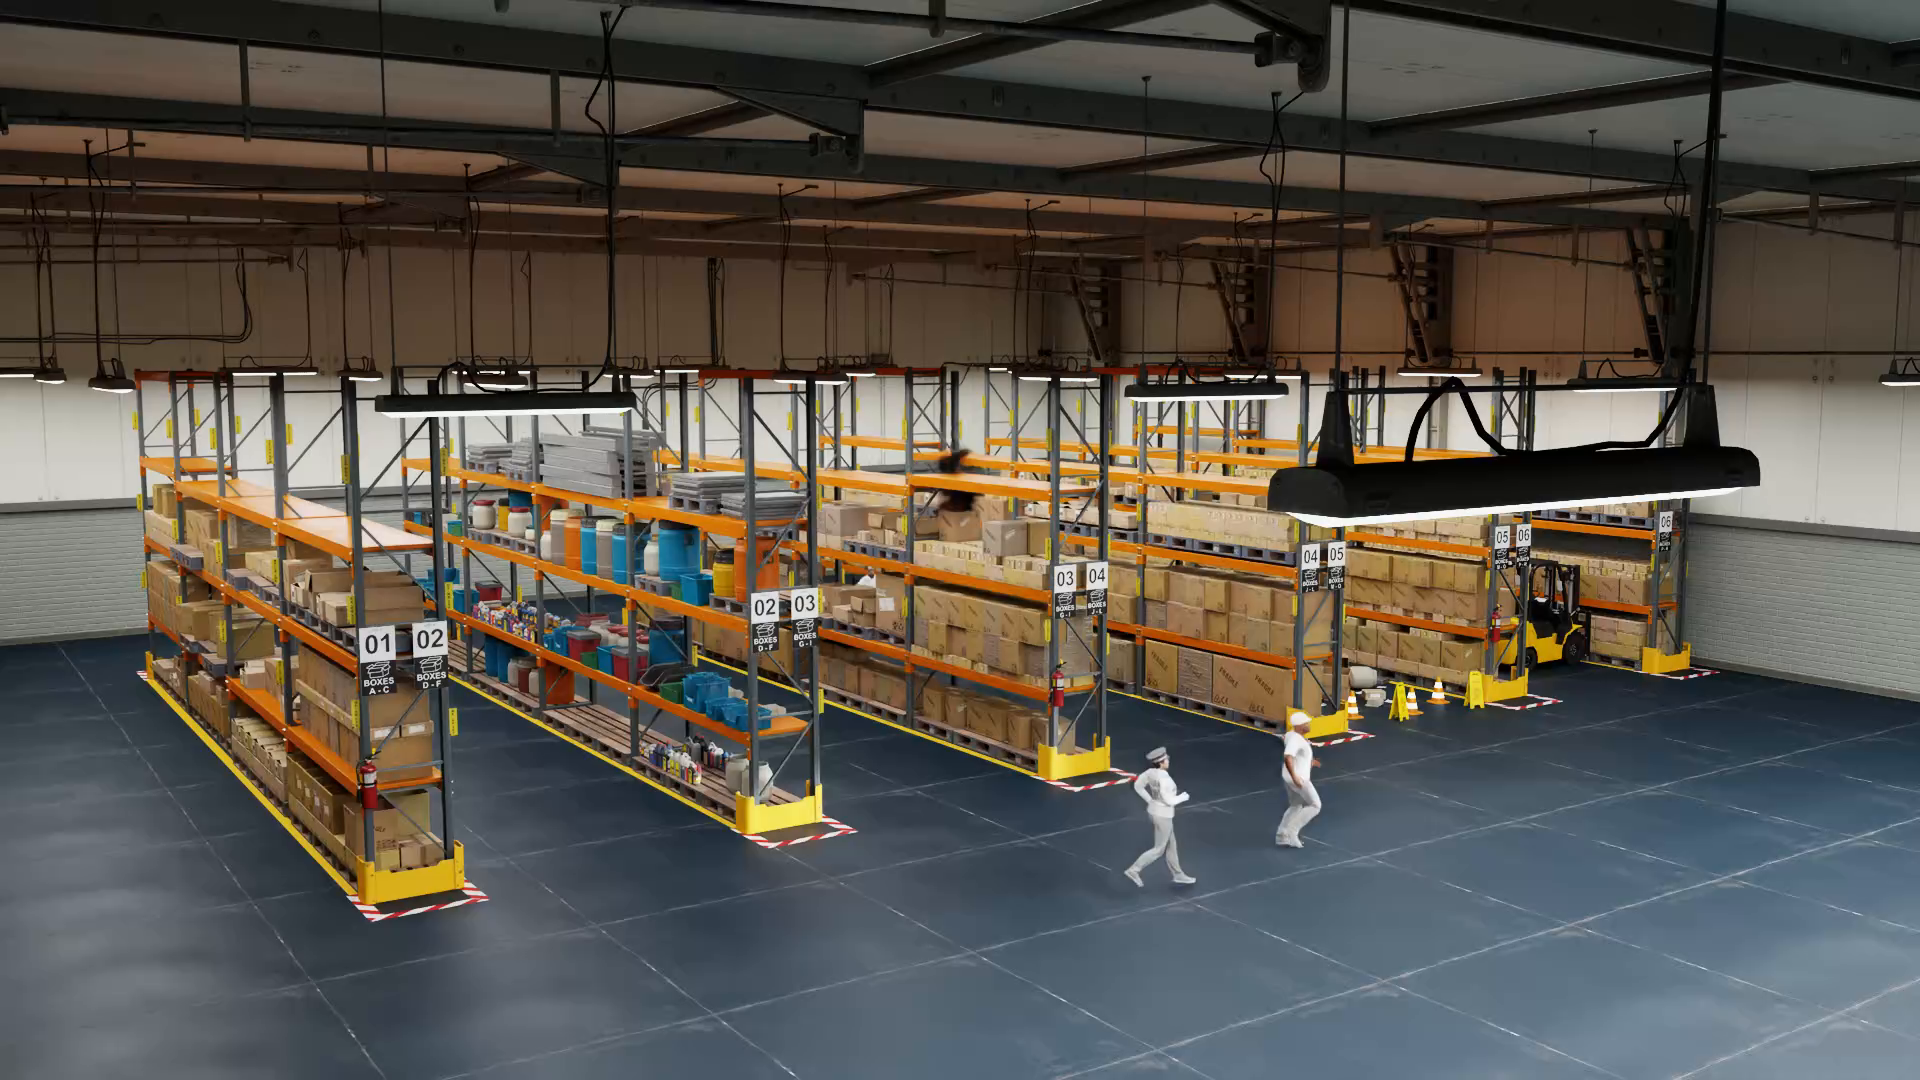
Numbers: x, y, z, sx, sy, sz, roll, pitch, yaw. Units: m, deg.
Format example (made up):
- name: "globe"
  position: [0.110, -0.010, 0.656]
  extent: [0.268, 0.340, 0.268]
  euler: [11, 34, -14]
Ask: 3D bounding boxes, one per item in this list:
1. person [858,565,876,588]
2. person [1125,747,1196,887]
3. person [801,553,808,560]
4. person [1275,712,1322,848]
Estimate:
- name: "person"
  position: [-1.900, 1.388, 36.202]
  extent: [0.668, 1.791, 0.683]
  euler: [-3, 7, -28]
- name: "person"
  position: [2.362, 3.253, 19.549]
  extent: [0.917, 1.673, 0.622]
  euler: [-2, 7, -13]
- name: "person"
  position: [-3.615, 1.142, 38.504]
  extent: [0.592, 1.706, 0.735]
  euler: [-4, 8, -32]
- name: "person"
  position: [4.365, 3.062, 21.310]
  extent: [0.633, 1.738, 0.700]
  euler: [-1, 6, -5]
